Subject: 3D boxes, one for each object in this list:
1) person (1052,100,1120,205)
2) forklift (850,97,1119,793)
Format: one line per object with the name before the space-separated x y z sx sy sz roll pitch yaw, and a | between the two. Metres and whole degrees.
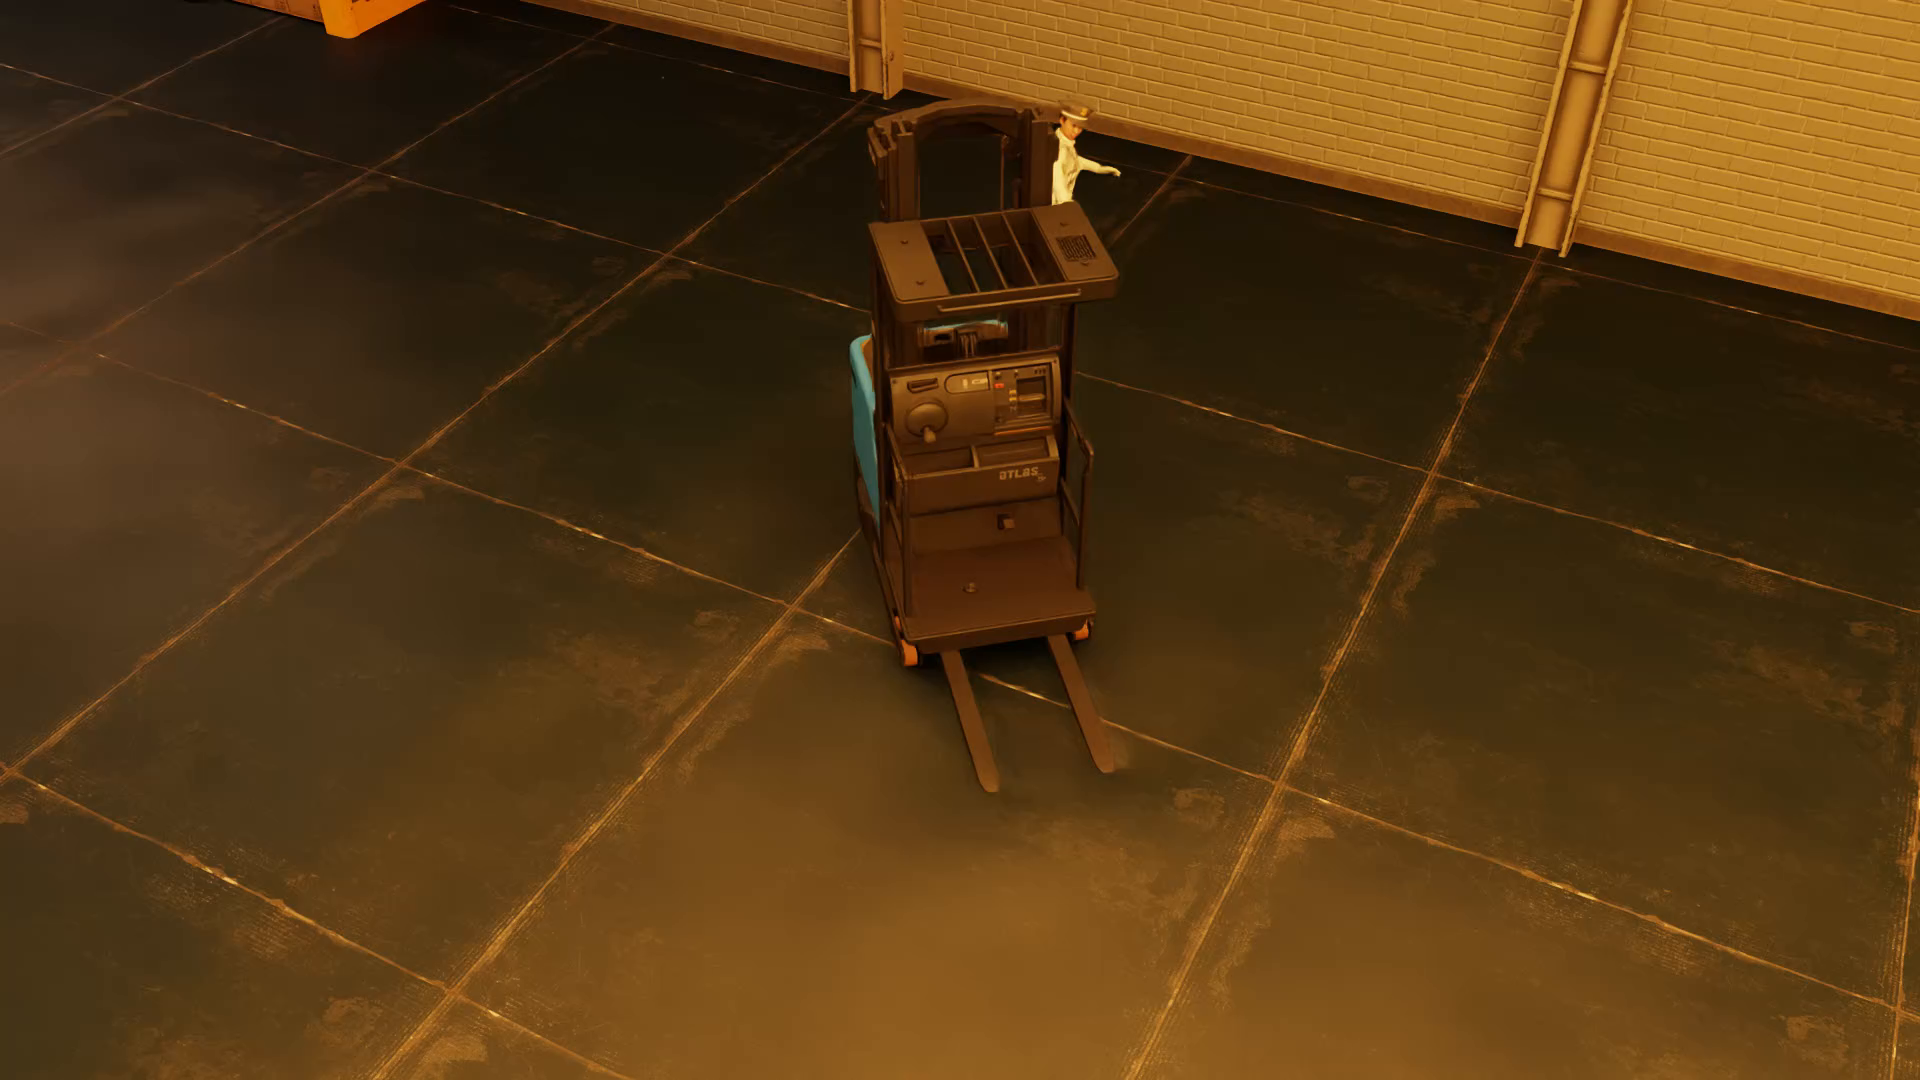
person | 0.823 -2.376 11.893 0.802 1.551 0.814 -12 42 -14
forklift | 0.137 -0.673 8.786 1.130 2.935 3.031 -8 41 -10
